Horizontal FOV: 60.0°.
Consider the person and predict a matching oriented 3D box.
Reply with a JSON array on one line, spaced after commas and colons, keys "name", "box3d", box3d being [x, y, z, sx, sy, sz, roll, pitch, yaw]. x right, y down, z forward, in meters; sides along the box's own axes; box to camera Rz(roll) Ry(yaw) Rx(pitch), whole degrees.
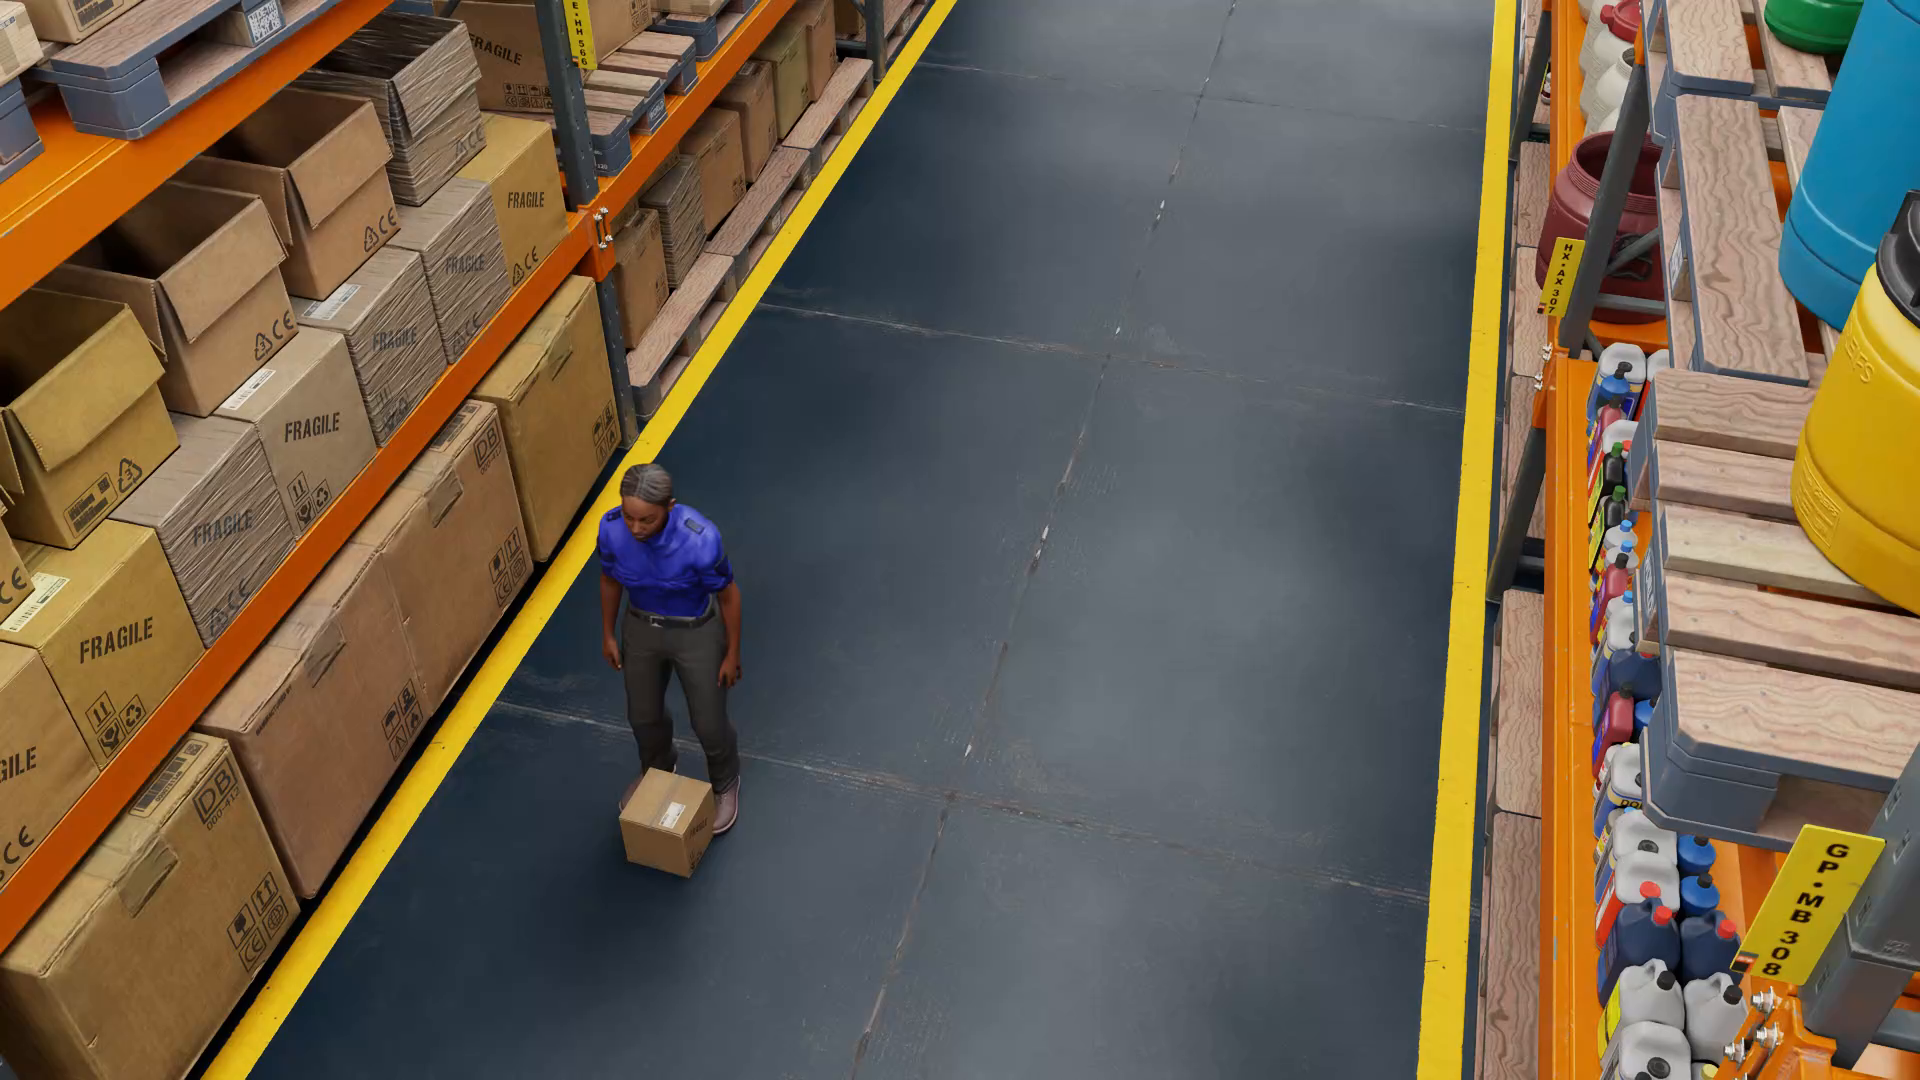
[{"name": "person", "box3d": [-1.003, 0.352, 5.761, 0.525, 1.655, 0.349, 9, 42, 10]}]
